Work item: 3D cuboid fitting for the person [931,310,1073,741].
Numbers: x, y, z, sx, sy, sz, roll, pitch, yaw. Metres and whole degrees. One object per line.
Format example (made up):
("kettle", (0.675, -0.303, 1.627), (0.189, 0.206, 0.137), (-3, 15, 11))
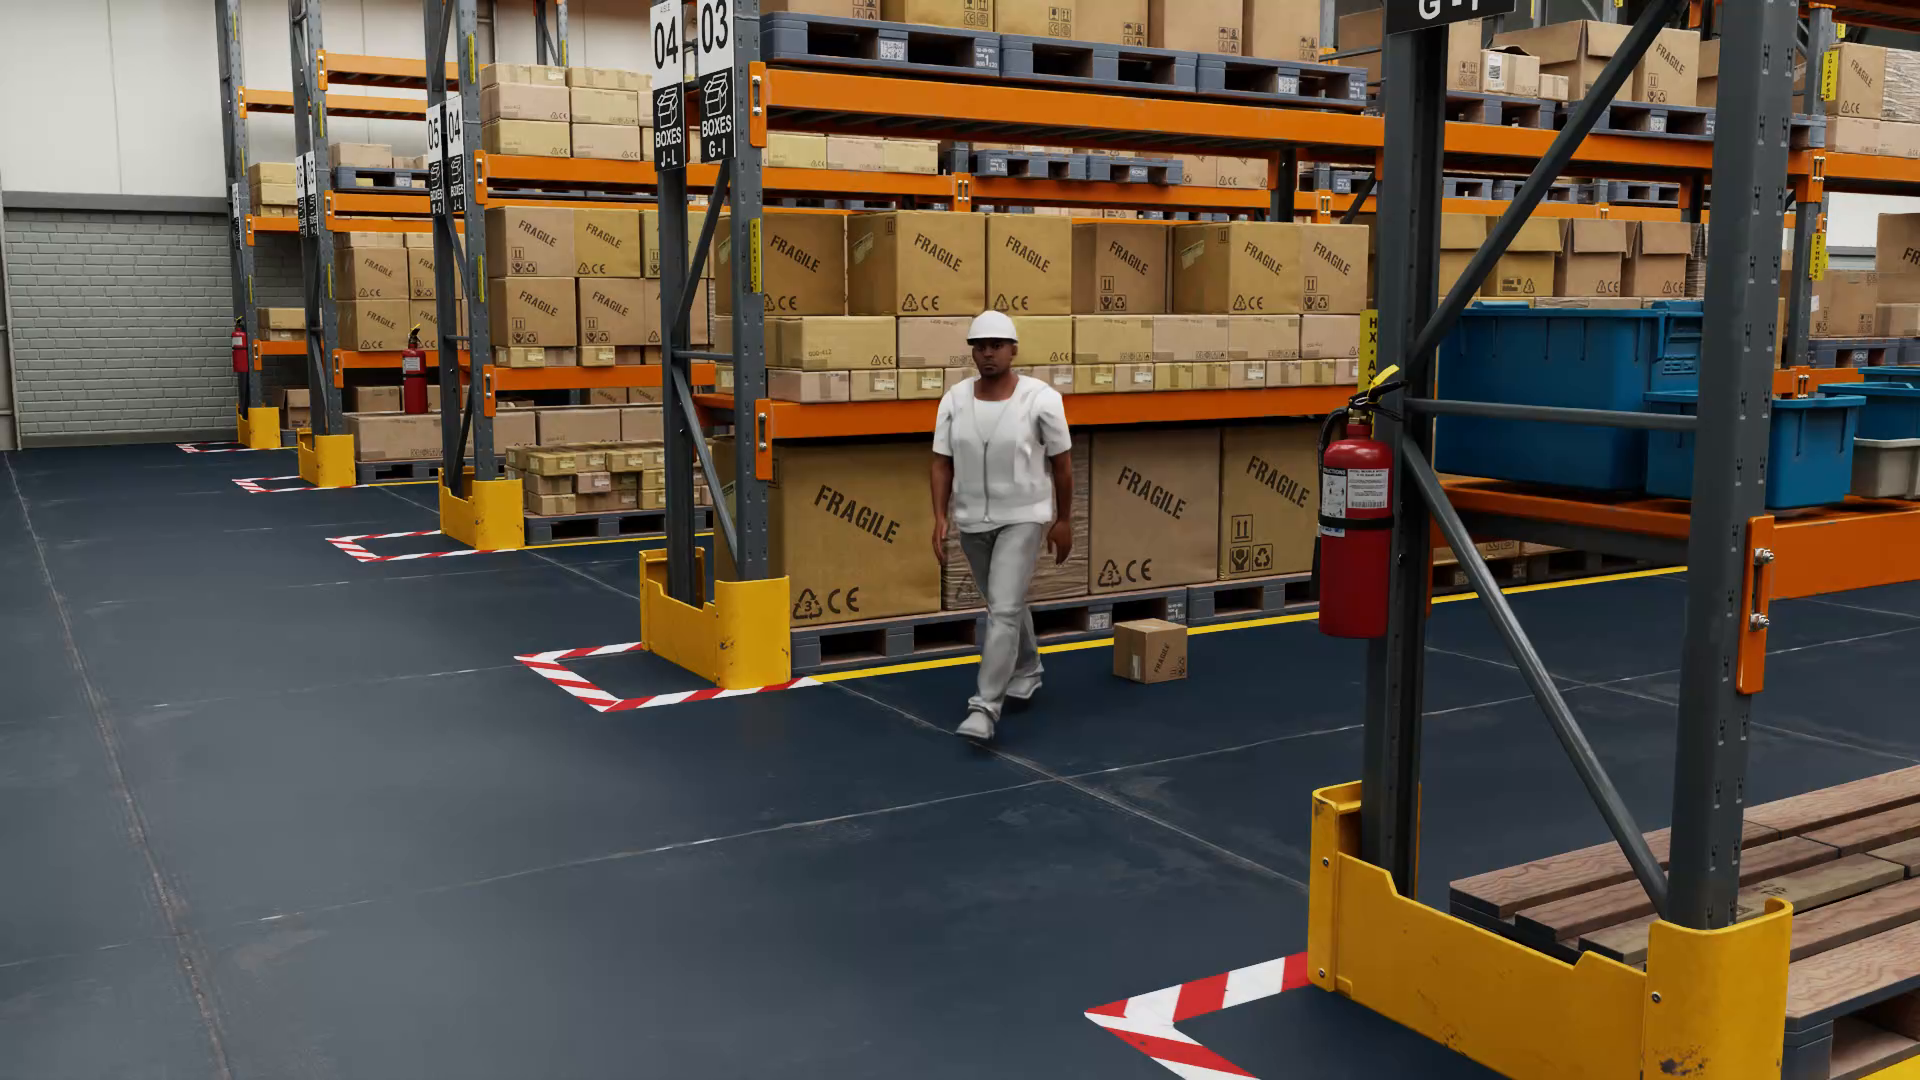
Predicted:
("person", (0.135, -0.086, 6.844), (0.564, 1.704, 1.070), (4, 9, 26))
